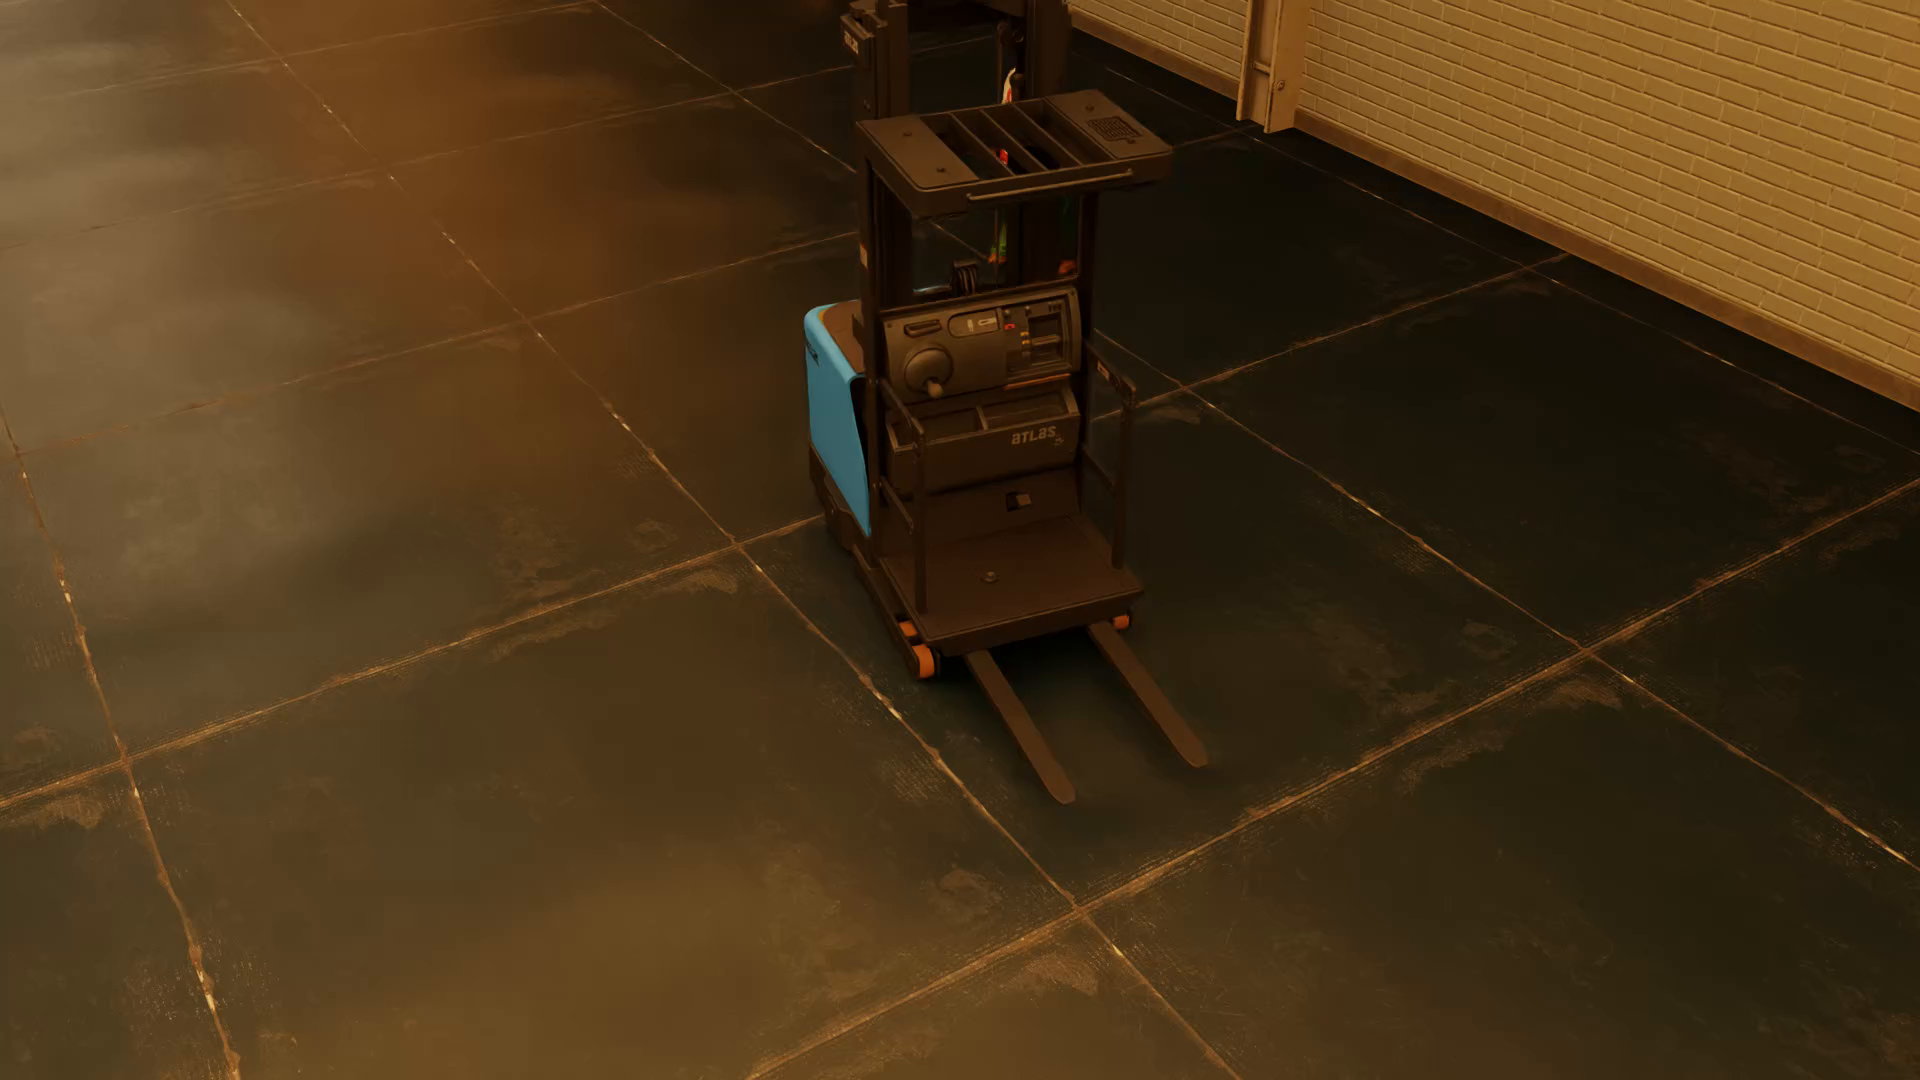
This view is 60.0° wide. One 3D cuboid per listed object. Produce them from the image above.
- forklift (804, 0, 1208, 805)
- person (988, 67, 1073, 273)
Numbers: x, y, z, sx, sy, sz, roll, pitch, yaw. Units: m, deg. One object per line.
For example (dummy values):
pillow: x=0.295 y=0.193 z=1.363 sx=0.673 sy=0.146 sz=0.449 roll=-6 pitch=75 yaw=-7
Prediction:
forklift: x=0.187 y=-0.821 z=7.316 sx=1.130 sy=2.935 sz=3.031 roll=-12 pitch=37 yaw=-17
person: x=0.585 y=-2.491 z=10.790 sx=0.784 sy=1.663 sz=0.859 roll=-11 pitch=37 yaw=-15
